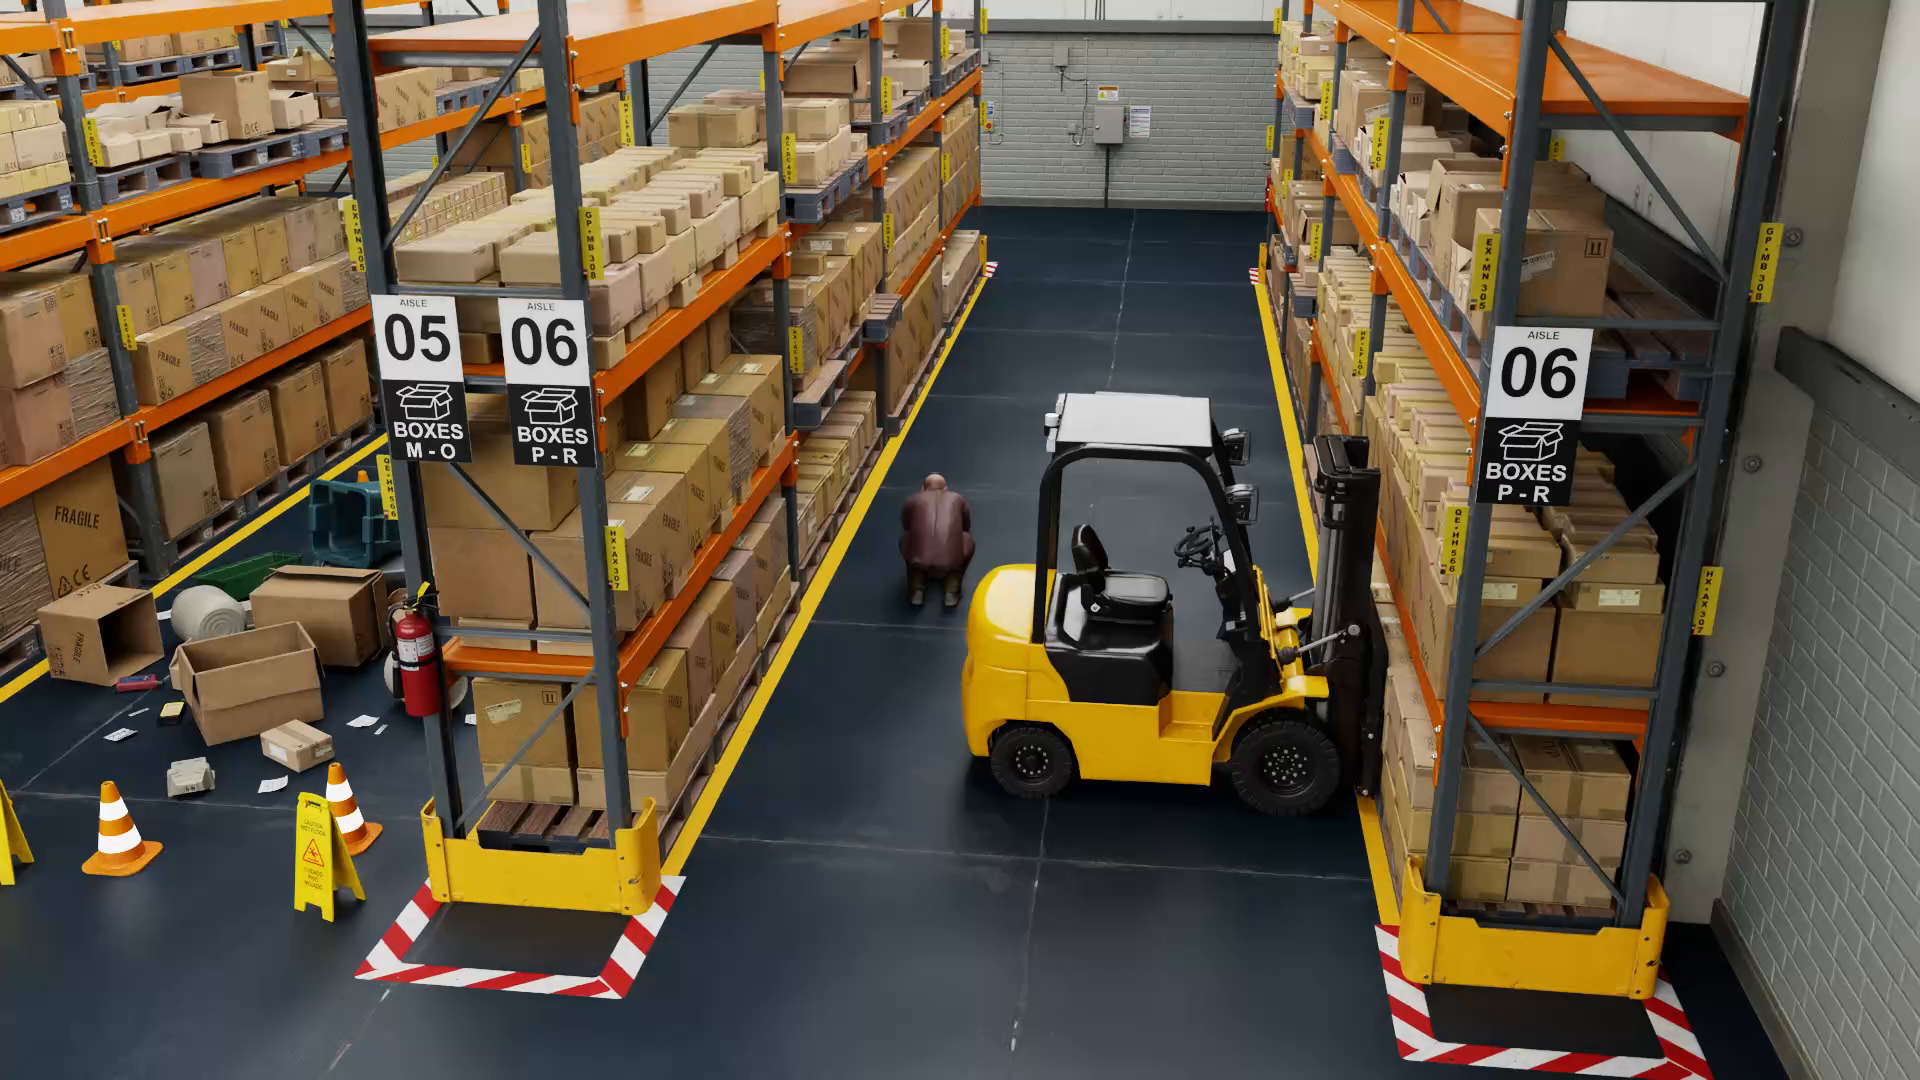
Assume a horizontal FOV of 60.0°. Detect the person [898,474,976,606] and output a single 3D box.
[{"bbox_3d":[-0.167,0.037,12.486,0.582,0.883,0.919,2,21,5],"label":"person"}]
